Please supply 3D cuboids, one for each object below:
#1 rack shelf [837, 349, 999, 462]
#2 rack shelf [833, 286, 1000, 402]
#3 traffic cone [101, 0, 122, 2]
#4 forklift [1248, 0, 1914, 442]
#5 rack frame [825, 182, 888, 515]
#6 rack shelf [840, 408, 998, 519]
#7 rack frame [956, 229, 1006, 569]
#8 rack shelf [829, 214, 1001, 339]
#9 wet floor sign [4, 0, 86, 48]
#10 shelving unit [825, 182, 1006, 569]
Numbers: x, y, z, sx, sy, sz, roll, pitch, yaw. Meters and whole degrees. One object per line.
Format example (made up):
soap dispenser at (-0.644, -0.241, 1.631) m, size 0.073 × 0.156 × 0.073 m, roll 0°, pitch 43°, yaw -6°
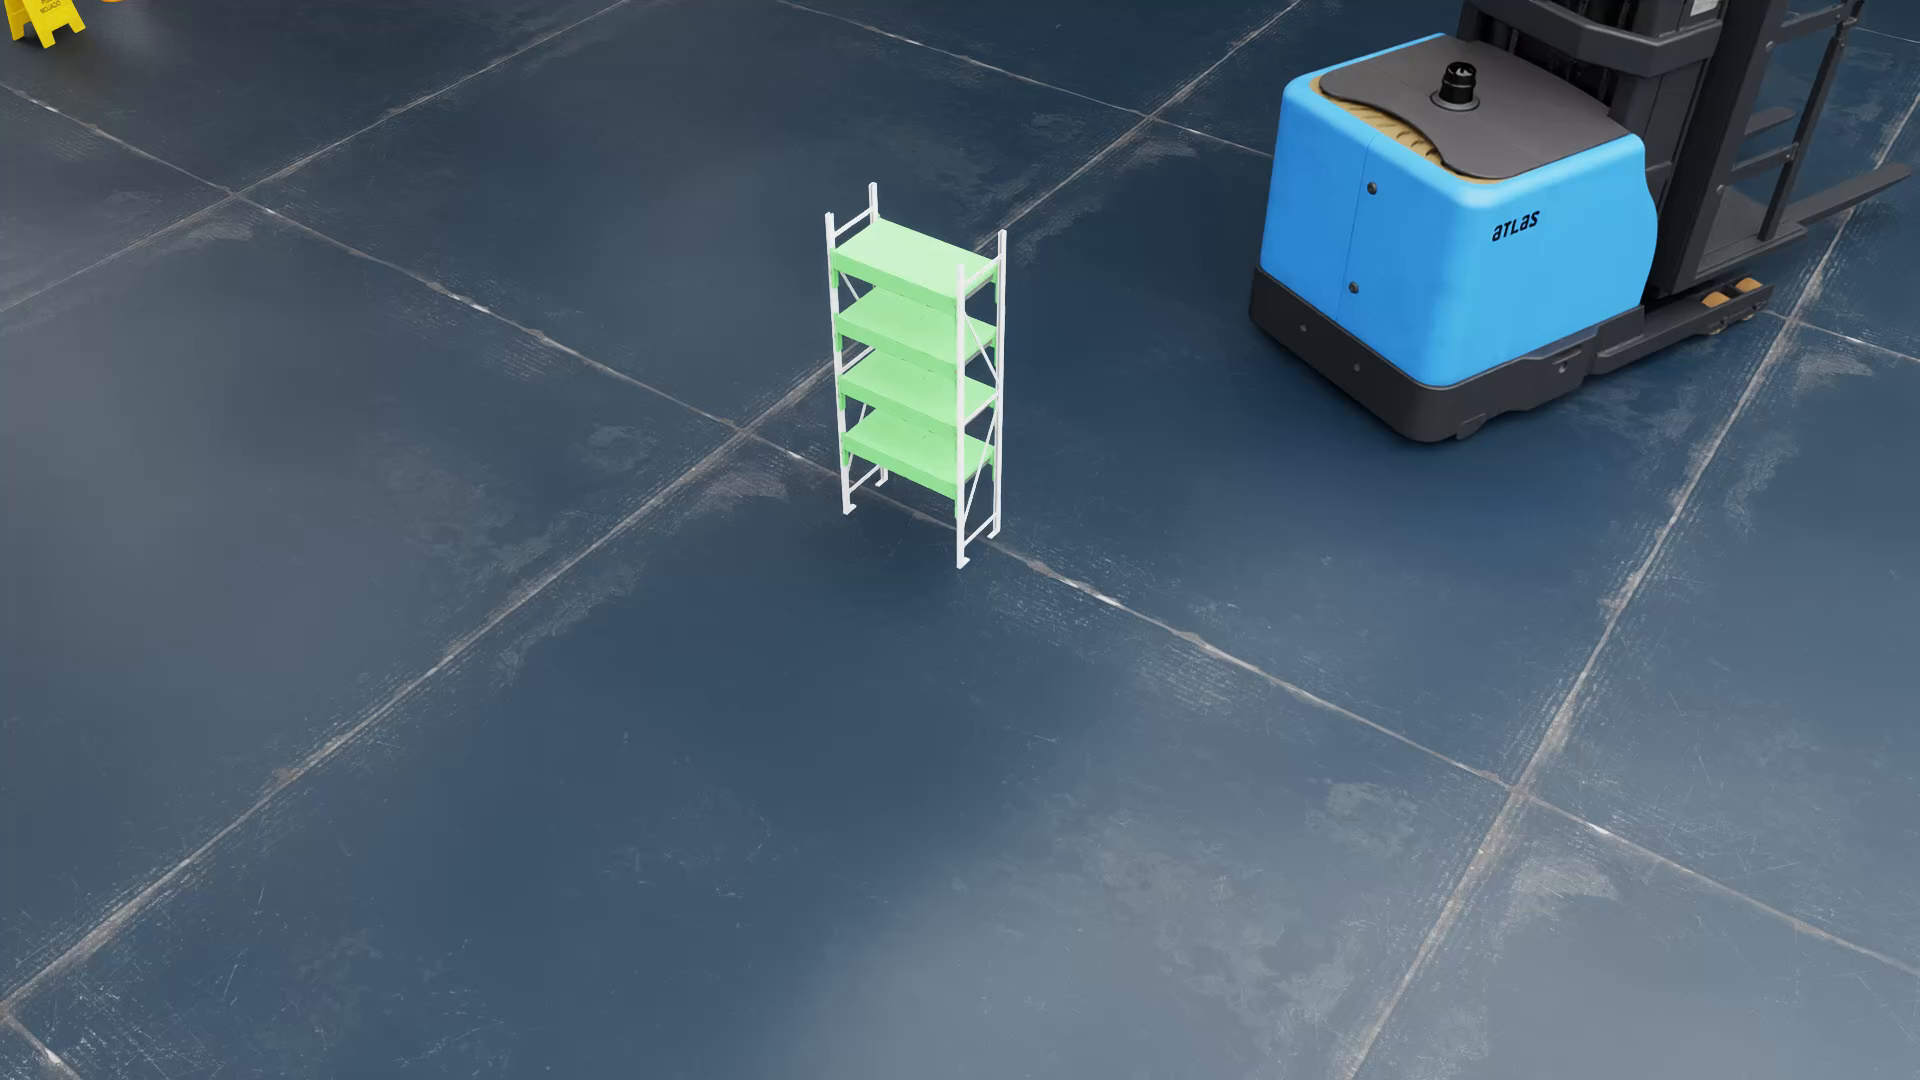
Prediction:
rack shelf at (-0.136, -0.463, 5.463) m, size 0.480 × 0.148 × 0.258 m, roll 25°, pitch 48°, yaw 25°
rack shelf at (-0.136, -0.642, 5.303) m, size 0.480 × 0.148 × 0.258 m, roll 25°, pitch 48°, yaw 25°
traffic cone at (-4.621, -3.216, 8.997) m, size 0.334 × 0.463 × 0.336 m, roll 25°, pitch 48°, yaw 25°
forklift at (2.678, -2.194, 6.004) m, size 3.031 × 2.935 × 1.130 m, roll -22°, pitch 46°, yaw -23°
rack frame at (-0.335, -0.604, 5.525) m, size 0.015 × 1.200 × 0.240 m, roll 25°, pitch 48°, yaw 25°
rack shelf at (-0.136, -0.284, 5.623) m, size 0.480 × 0.148 × 0.258 m, roll 25°, pitch 48°, yaw 25°
rack frame at (0.064, -0.417, 5.316) m, size 0.015 × 1.200 × 0.240 m, roll 25°, pitch 48°, yaw 25°
rack shelf at (-0.136, -0.821, 5.143) m, size 0.480 × 0.148 × 0.258 m, roll 25°, pitch 48°, yaw 25°
wet floor sign at (-4.768, -2.889, 8.495) m, size 0.232 × 0.644 × 0.267 m, roll 17°, pitch 45°, yaw 18°
shelving unit at (-0.136, -0.511, 5.421) m, size 0.503 × 1.200 × 0.258 m, roll 25°, pitch 48°, yaw 25°
